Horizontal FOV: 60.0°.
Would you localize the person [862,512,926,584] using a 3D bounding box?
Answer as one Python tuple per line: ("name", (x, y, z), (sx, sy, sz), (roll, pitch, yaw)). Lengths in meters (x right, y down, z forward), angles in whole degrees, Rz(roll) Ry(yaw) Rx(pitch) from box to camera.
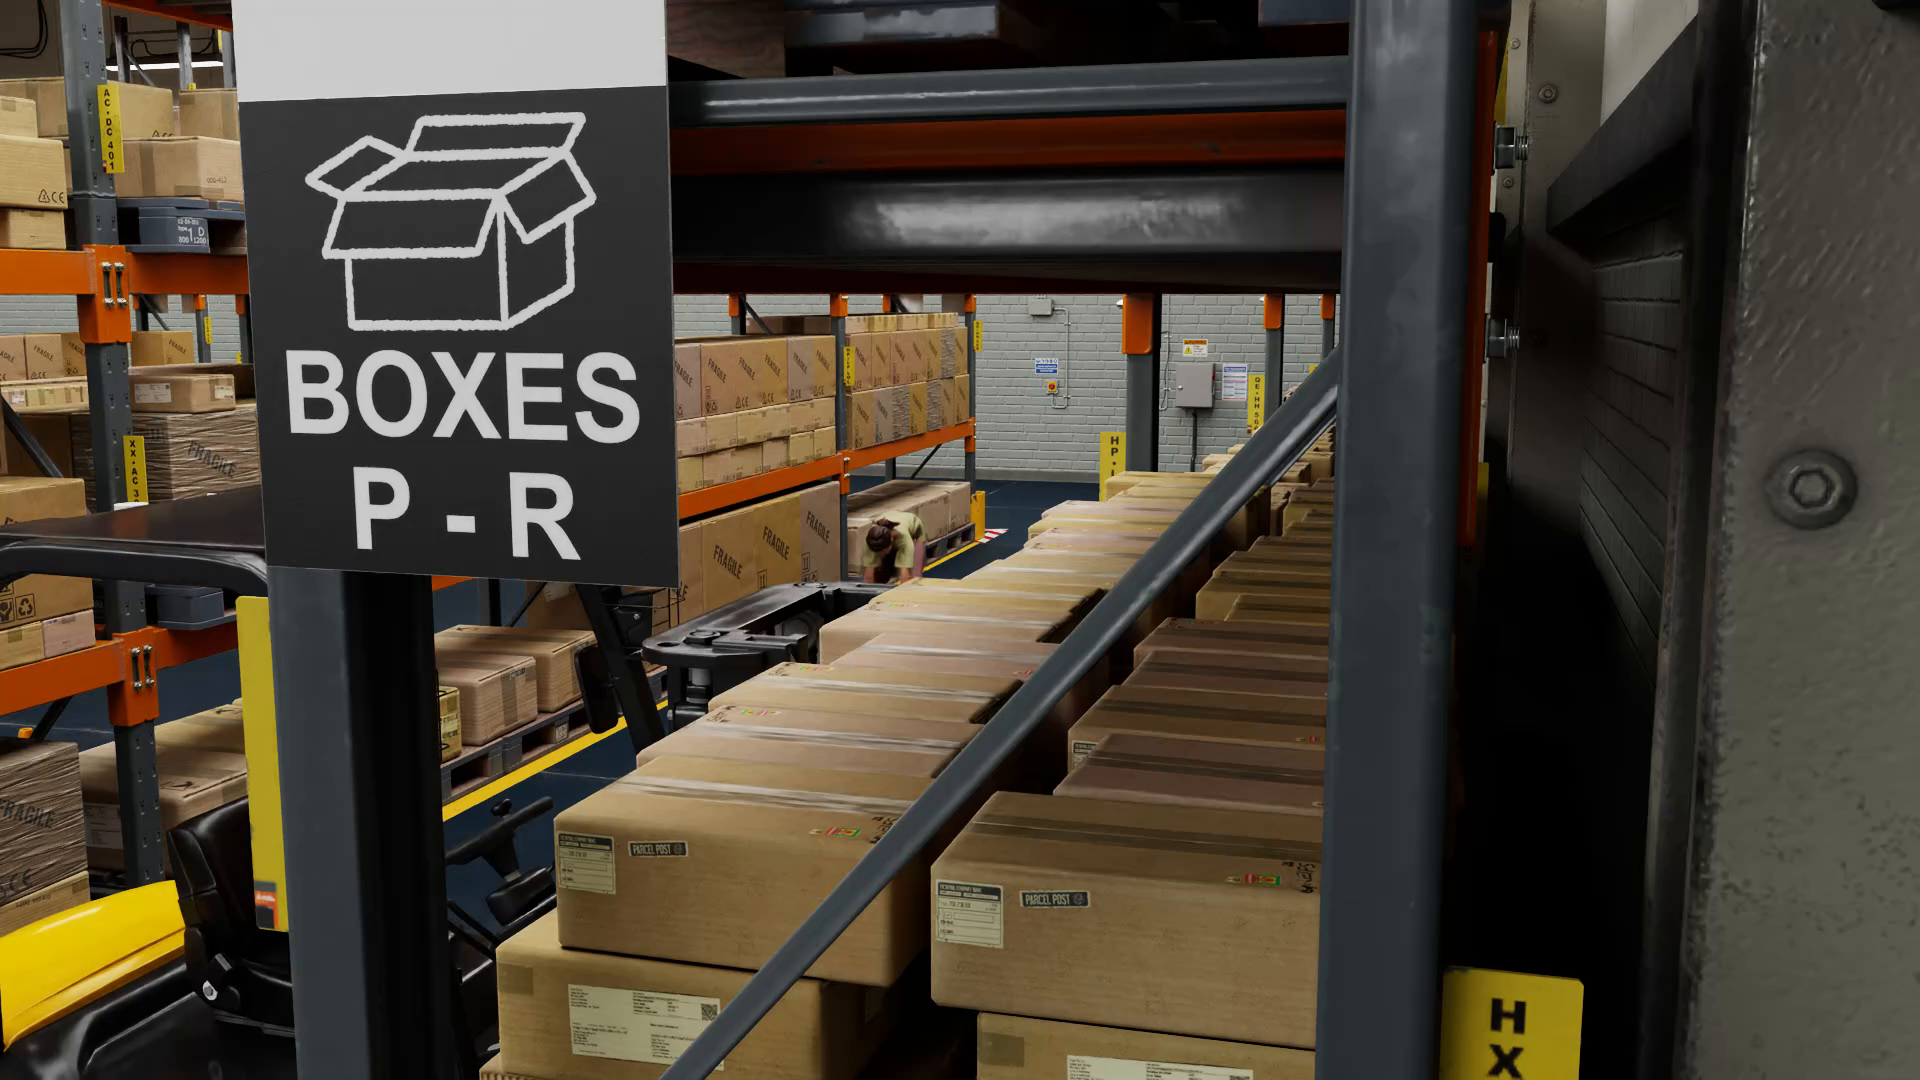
("person", (-0.509, 0.318, 12.334), (0.416, 1.051, 0.872), (2, 9, 14))
